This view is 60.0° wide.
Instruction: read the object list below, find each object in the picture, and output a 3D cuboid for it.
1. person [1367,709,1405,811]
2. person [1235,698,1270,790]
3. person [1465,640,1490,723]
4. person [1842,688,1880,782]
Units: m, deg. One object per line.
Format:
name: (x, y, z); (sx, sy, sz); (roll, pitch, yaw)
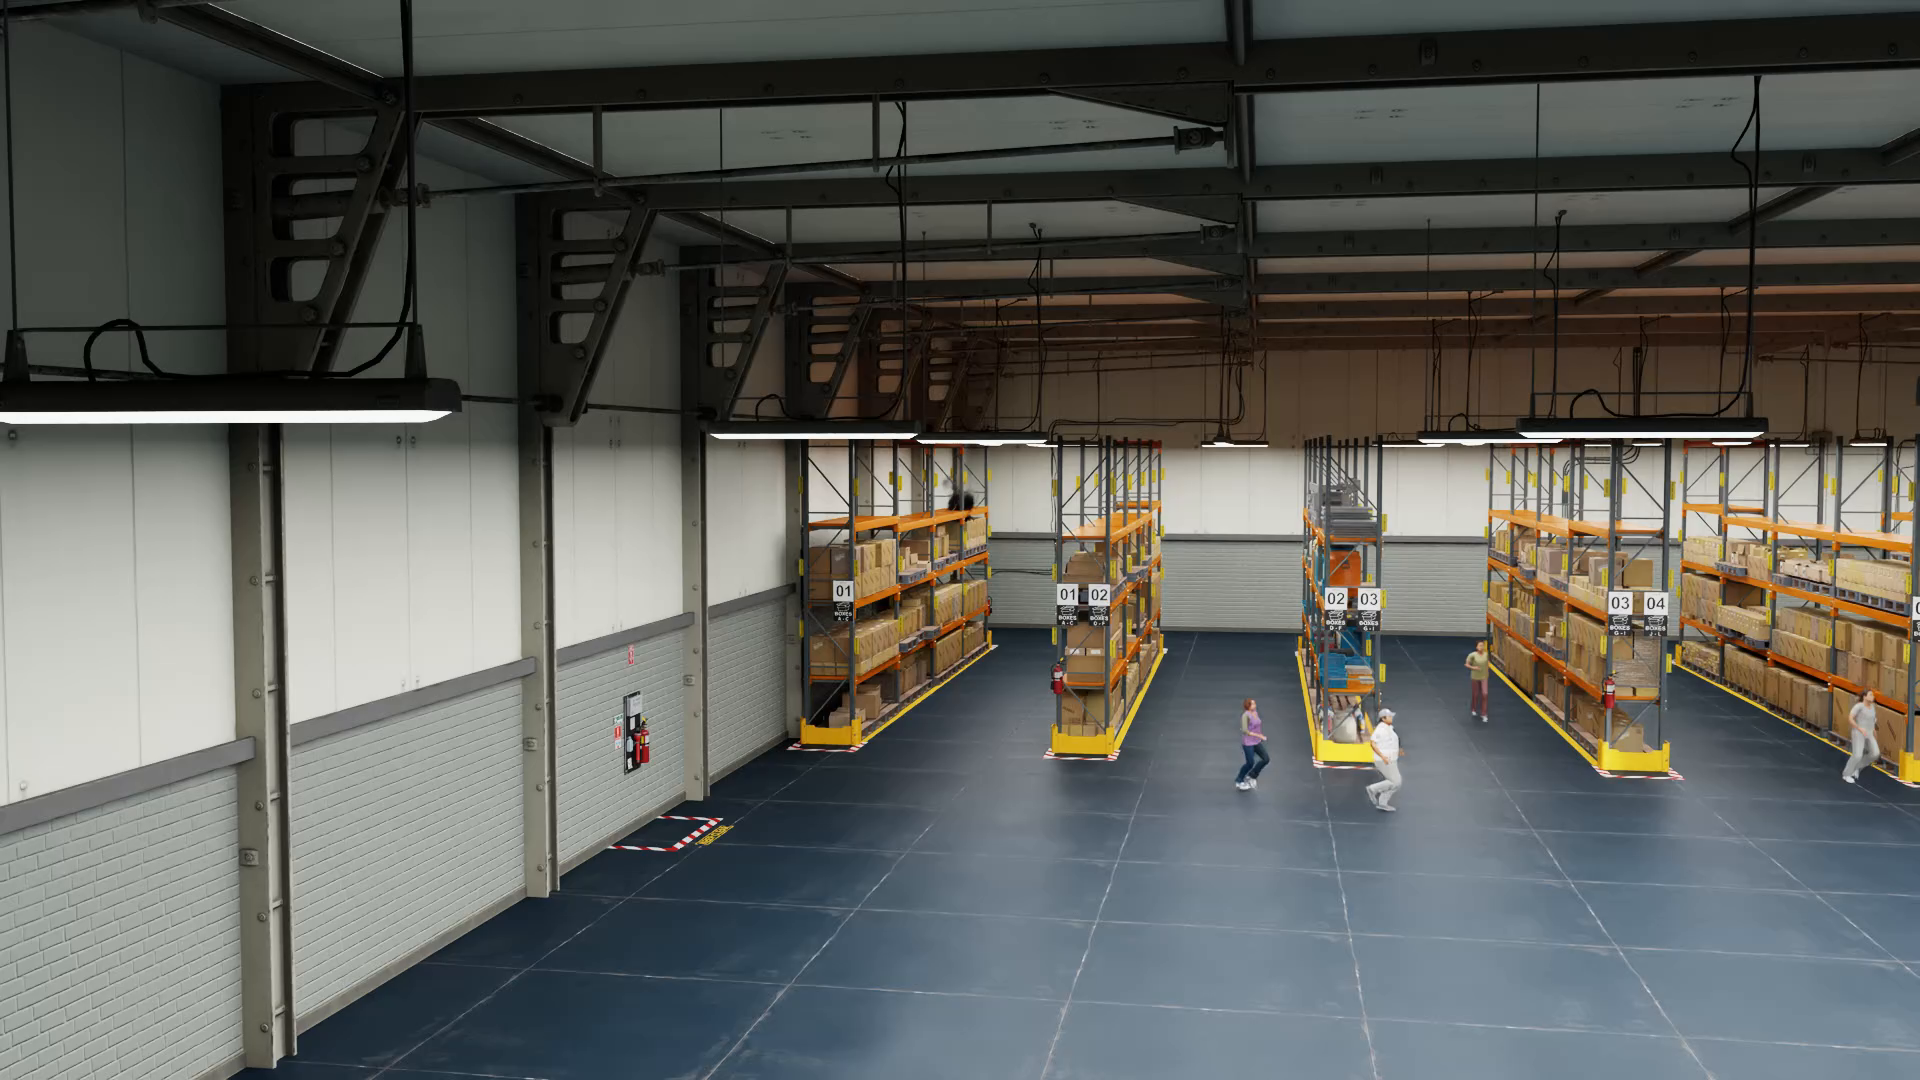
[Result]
person: (6.788, 3.490, 26.376); (0.498, 1.623, 0.608); (2, 3, 28)
person: (4.914, 3.420, 27.945); (0.618, 1.557, 0.552); (3, 4, 42)
person: (11.007, 2.975, 35.330); (0.565, 1.705, 0.855); (0, 3, 4)
person: (15.607, 3.364, 28.653); (0.621, 1.616, 0.537); (-1, 3, -13)
